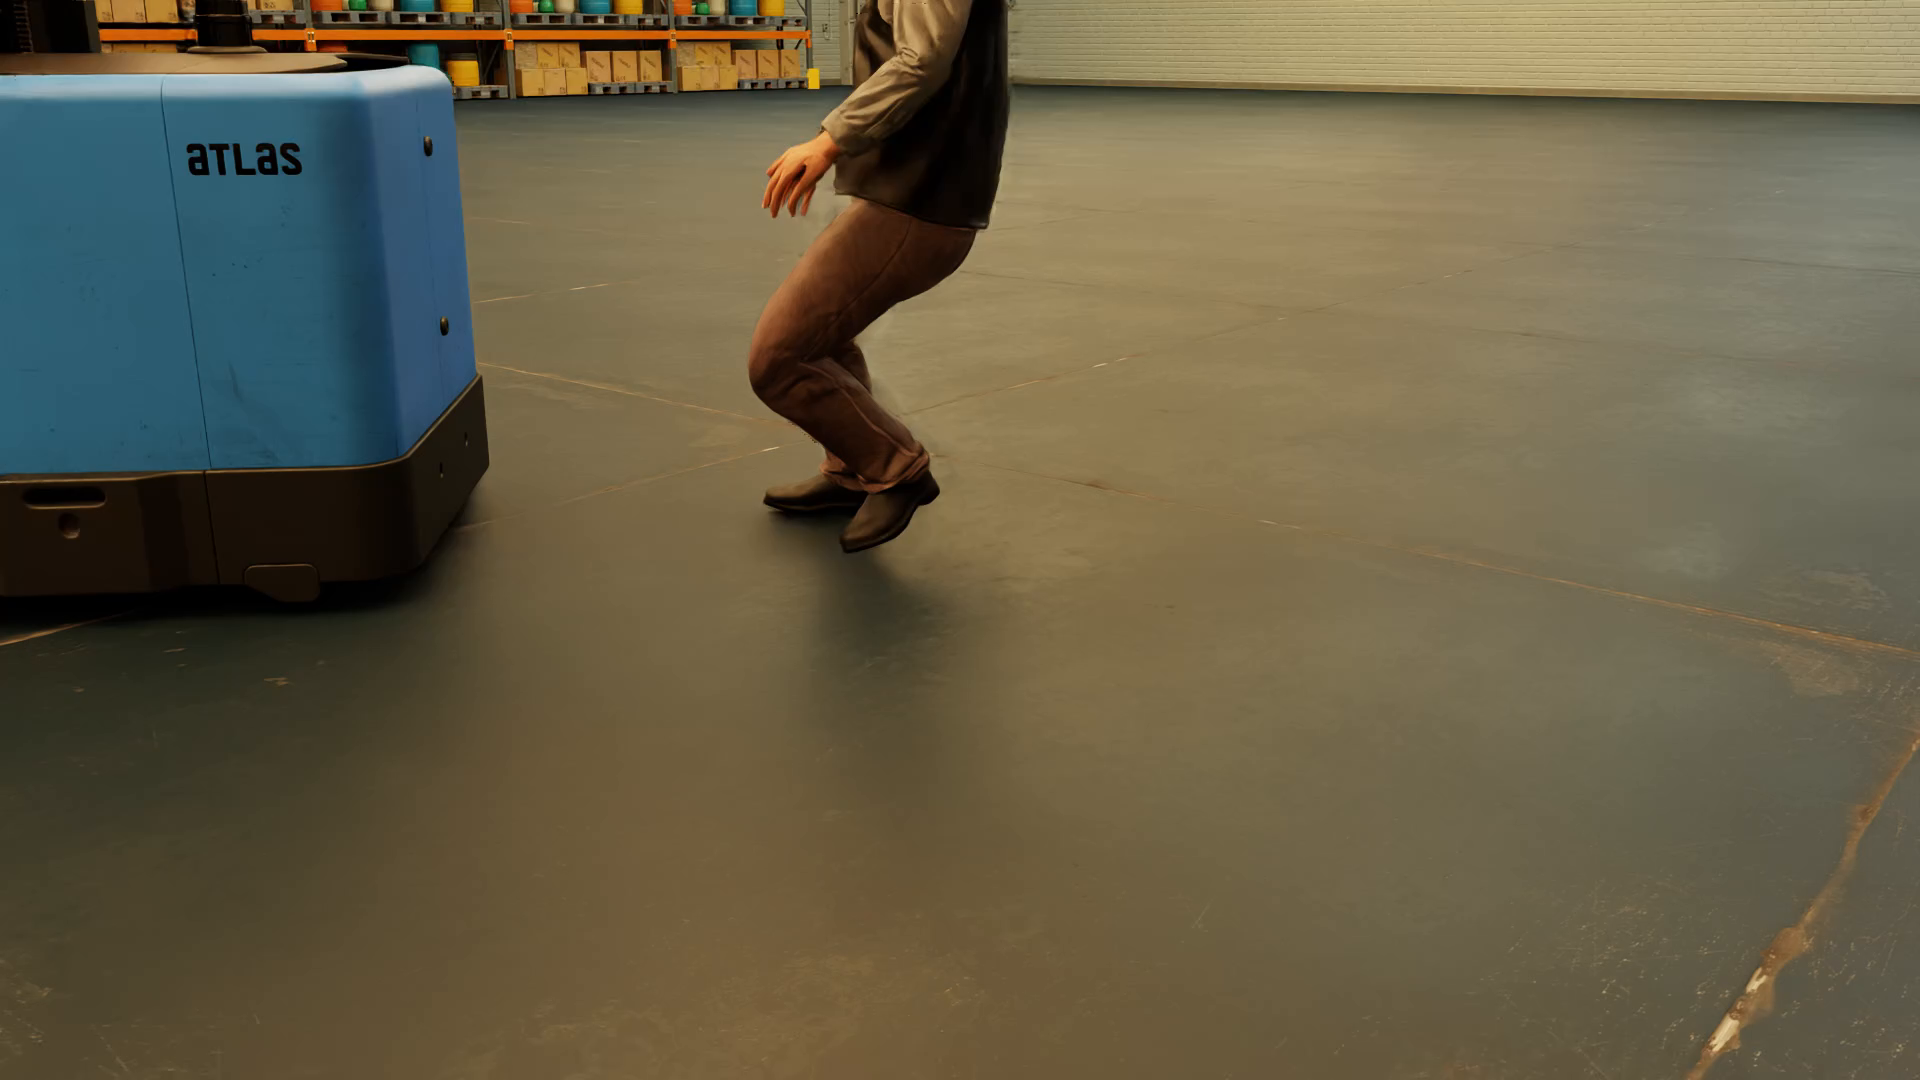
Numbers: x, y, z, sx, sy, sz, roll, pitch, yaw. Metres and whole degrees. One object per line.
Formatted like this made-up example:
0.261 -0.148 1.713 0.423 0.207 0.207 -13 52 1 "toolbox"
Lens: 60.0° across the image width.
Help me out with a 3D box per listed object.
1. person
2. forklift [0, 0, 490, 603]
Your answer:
-0.198 -0.763 3.703 0.618 1.604 0.786 1 17 3 "person"
-2.690 -1.360 3.375 3.031 2.935 1.130 -2 17 -5 "forklift"
